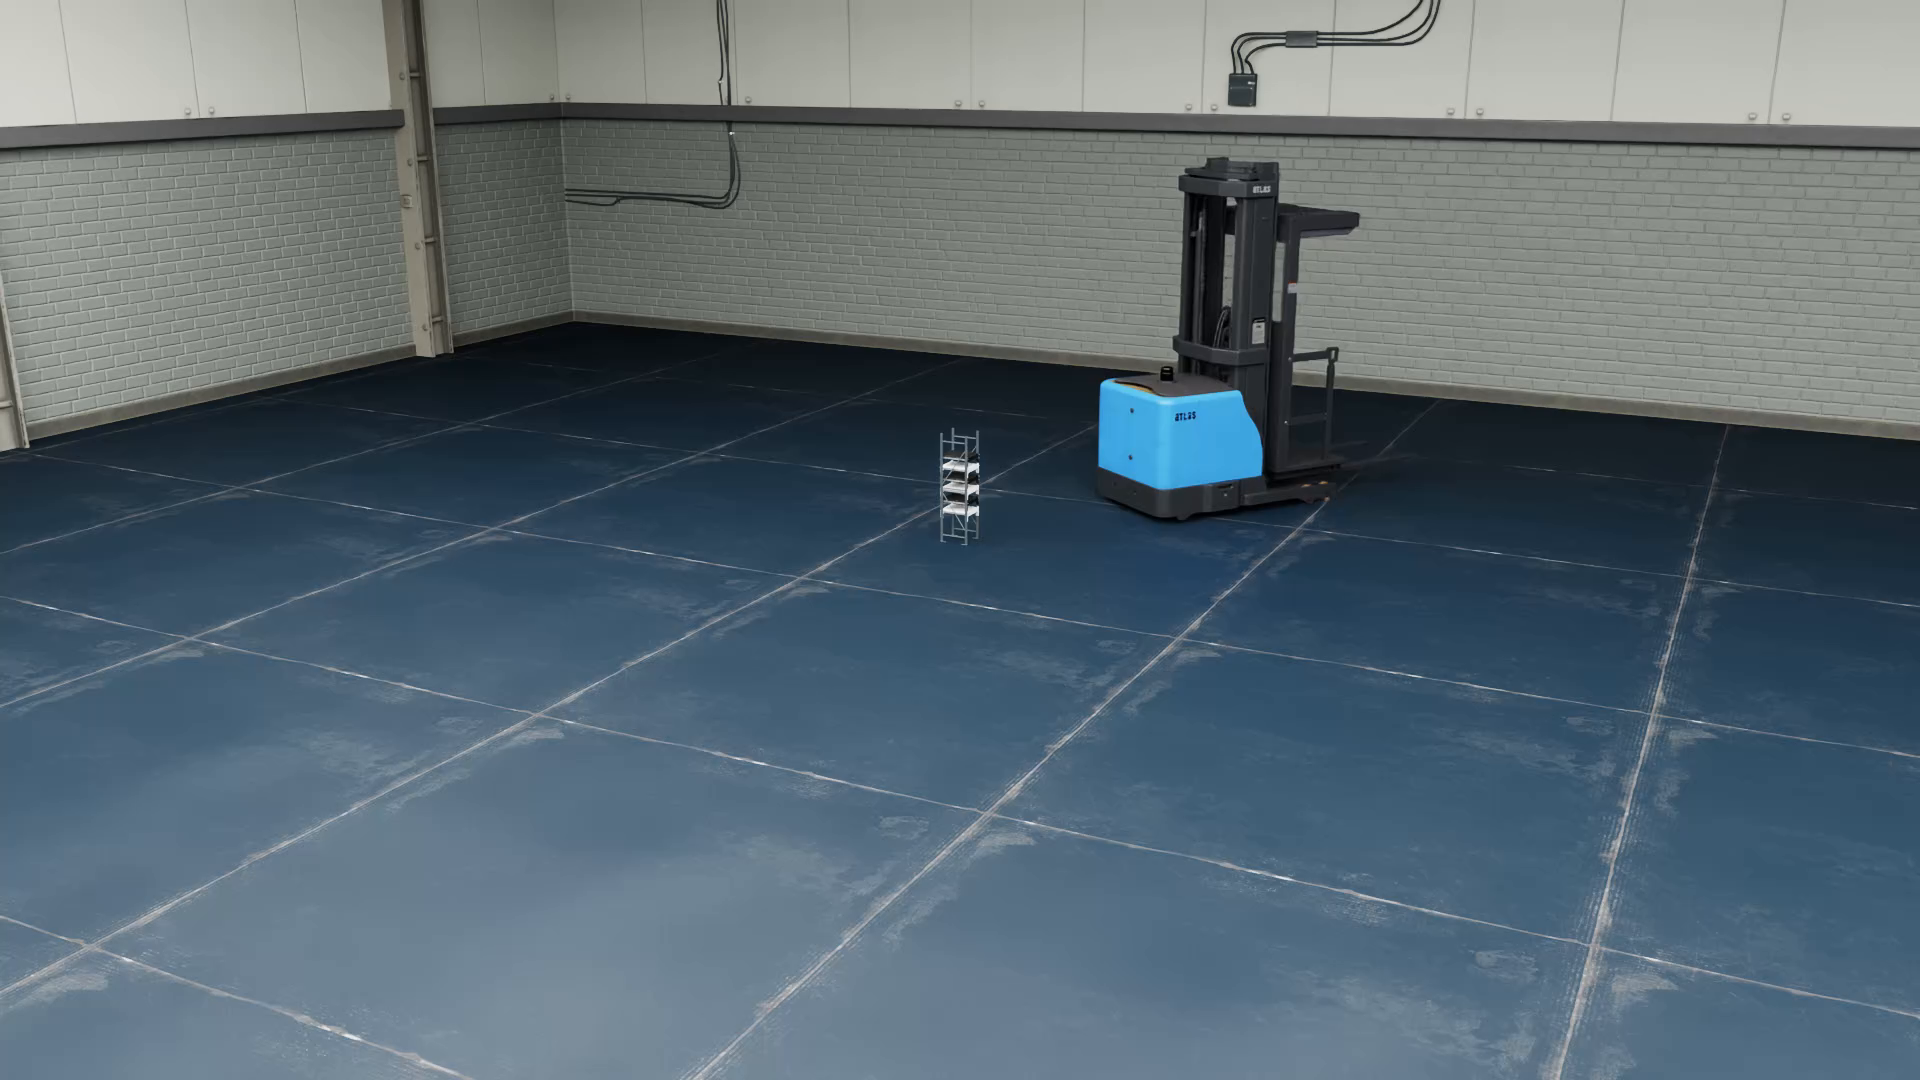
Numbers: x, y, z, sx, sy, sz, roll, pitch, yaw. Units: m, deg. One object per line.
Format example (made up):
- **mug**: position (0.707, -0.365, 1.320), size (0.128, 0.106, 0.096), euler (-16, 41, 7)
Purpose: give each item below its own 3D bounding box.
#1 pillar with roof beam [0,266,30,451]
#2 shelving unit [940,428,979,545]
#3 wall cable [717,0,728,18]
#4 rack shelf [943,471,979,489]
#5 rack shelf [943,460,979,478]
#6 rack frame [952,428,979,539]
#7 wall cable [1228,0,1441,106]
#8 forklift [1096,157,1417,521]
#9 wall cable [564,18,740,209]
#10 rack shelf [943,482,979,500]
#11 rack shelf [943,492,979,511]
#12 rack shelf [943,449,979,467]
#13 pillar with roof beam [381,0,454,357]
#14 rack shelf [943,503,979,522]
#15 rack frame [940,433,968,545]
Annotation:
- **pillar with roof beam**: position (-5.688, -4.666, 13.430), size (9.100, 9.000, 0.400), euler (8, 18, 25)
- **shelving unit**: position (-0.004, -0.429, 13.389), size (0.258, 0.900, 0.210), euler (8, 18, 25)
- **wall cable**: position (-1.939, -7.913, 20.944), size (3.097, 2.526, 0.112), euler (8, 18, 25)
- **rack shelf**: position (-0.004, -0.484, 13.373), size (0.258, 0.077, 0.200), euler (8, 18, 25)
- **rack shelf**: position (-0.004, -0.570, 13.348), size (0.258, 0.077, 0.200), euler (8, 18, 25)
- **rack frame**: position (0.042, -0.455, 13.476), size (0.240, 0.900, 0.006), euler (8, 18, 25)
- **wall cable**: position (4.127, -7.743, 17.815), size (2.305, 6.003, 0.169), euler (8, 18, 25)
- **forklift**: position (2.742, -1.850, 14.604), size (3.031, 2.935, 1.130), euler (-9, 19, -28)
- **wall cable**: position (-4.359, -5.836, 22.821), size (3.097, 2.526, 0.112), euler (8, 18, 25)
- **rack shelf**: position (-0.004, -0.397, 13.399), size (0.258, 0.077, 0.200), euler (8, 18, 25)
- **rack shelf**: position (-0.004, -0.311, 13.424), size (0.258, 0.077, 0.200), euler (8, 18, 25)
- **rack shelf**: position (-0.004, -0.656, 13.322), size (0.258, 0.077, 0.200), euler (8, 18, 25)
- **pillar with roof beam**: position (-3.007, -6.195, 18.575), size (9.100, 9.000, 0.400), euler (8, 18, 25)
- **rack shelf**: position (-0.004, -0.225, 13.450), size (0.258, 0.077, 0.200), euler (8, 18, 25)
- **rack frame**: position (-0.049, -0.403, 13.302), size (0.240, 0.900, 0.006), euler (8, 18, 25)
